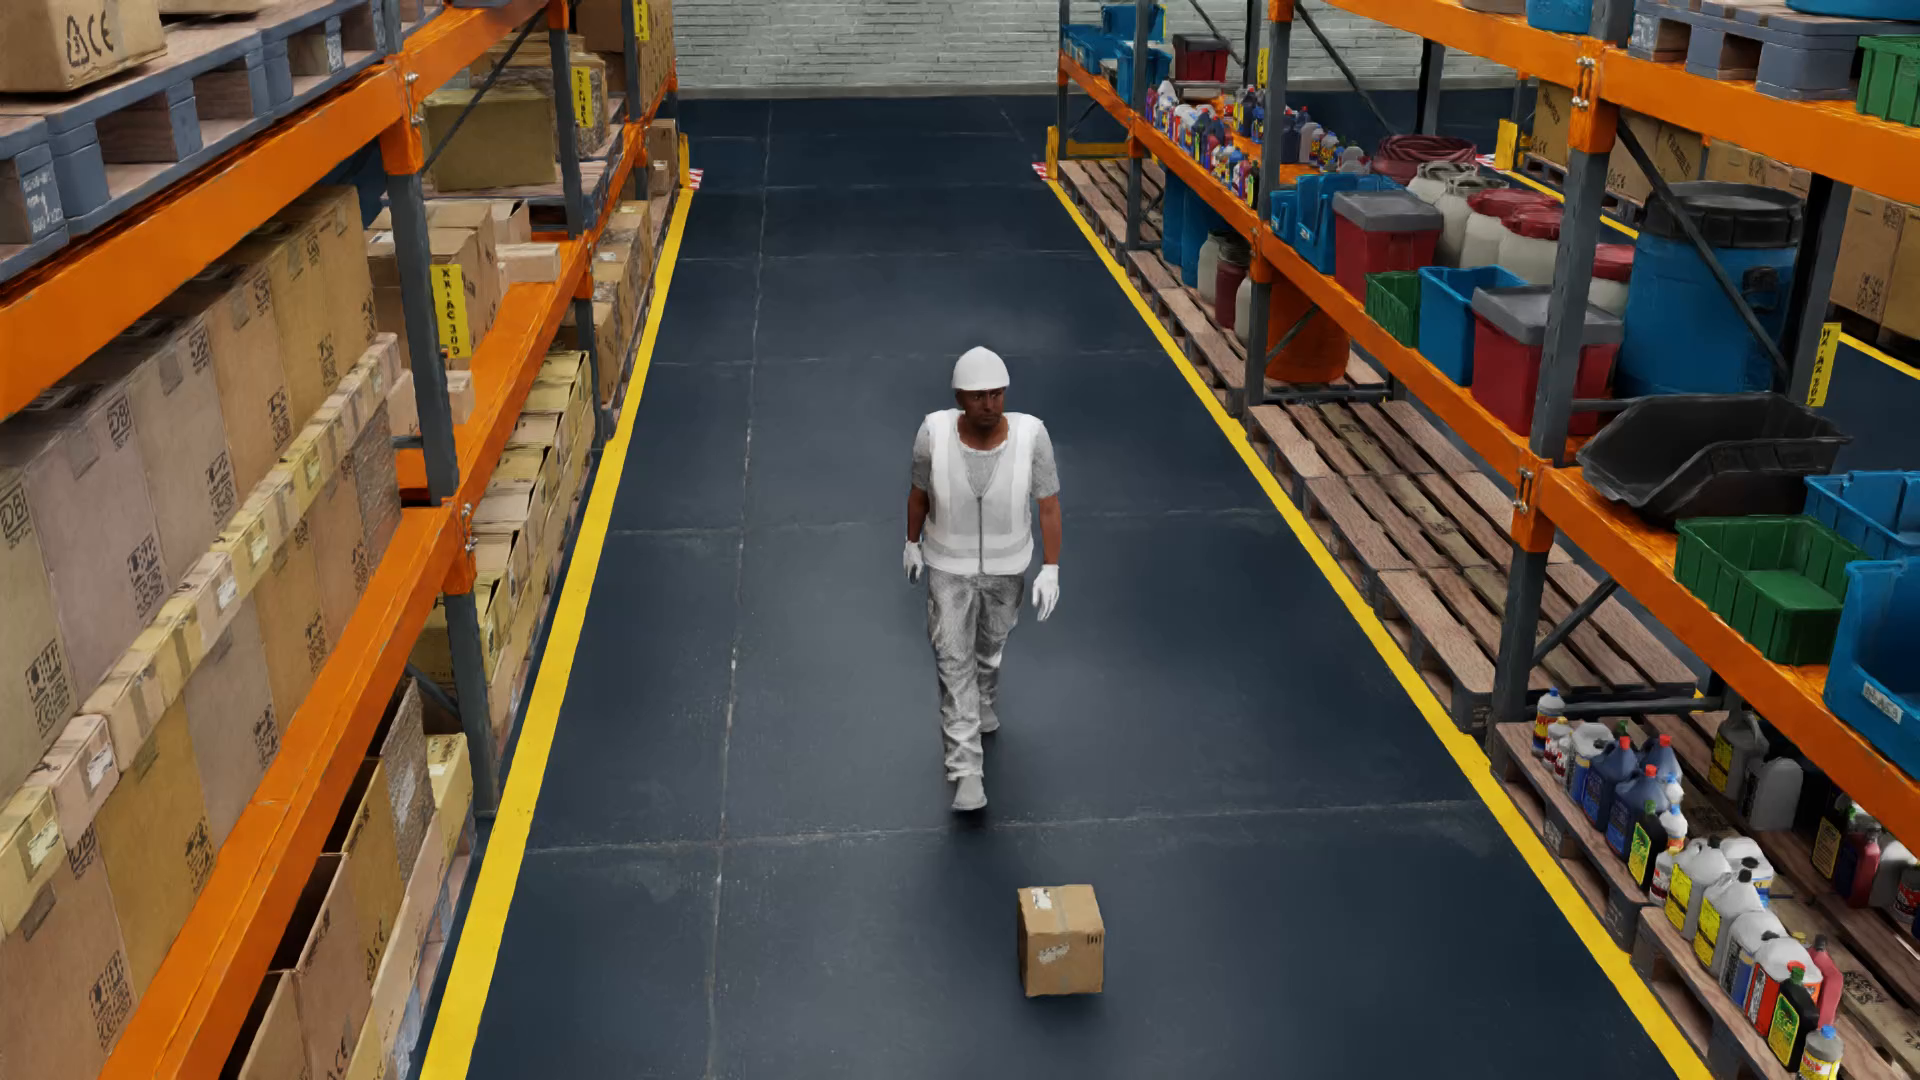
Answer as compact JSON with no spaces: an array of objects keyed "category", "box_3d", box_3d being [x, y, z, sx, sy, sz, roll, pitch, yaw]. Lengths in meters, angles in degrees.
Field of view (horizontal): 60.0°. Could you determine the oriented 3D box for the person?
[{"category":"person","box_3d":[0.094,0.105,6.333,0.584,1.727,0.992,-3,24,-6]}]
